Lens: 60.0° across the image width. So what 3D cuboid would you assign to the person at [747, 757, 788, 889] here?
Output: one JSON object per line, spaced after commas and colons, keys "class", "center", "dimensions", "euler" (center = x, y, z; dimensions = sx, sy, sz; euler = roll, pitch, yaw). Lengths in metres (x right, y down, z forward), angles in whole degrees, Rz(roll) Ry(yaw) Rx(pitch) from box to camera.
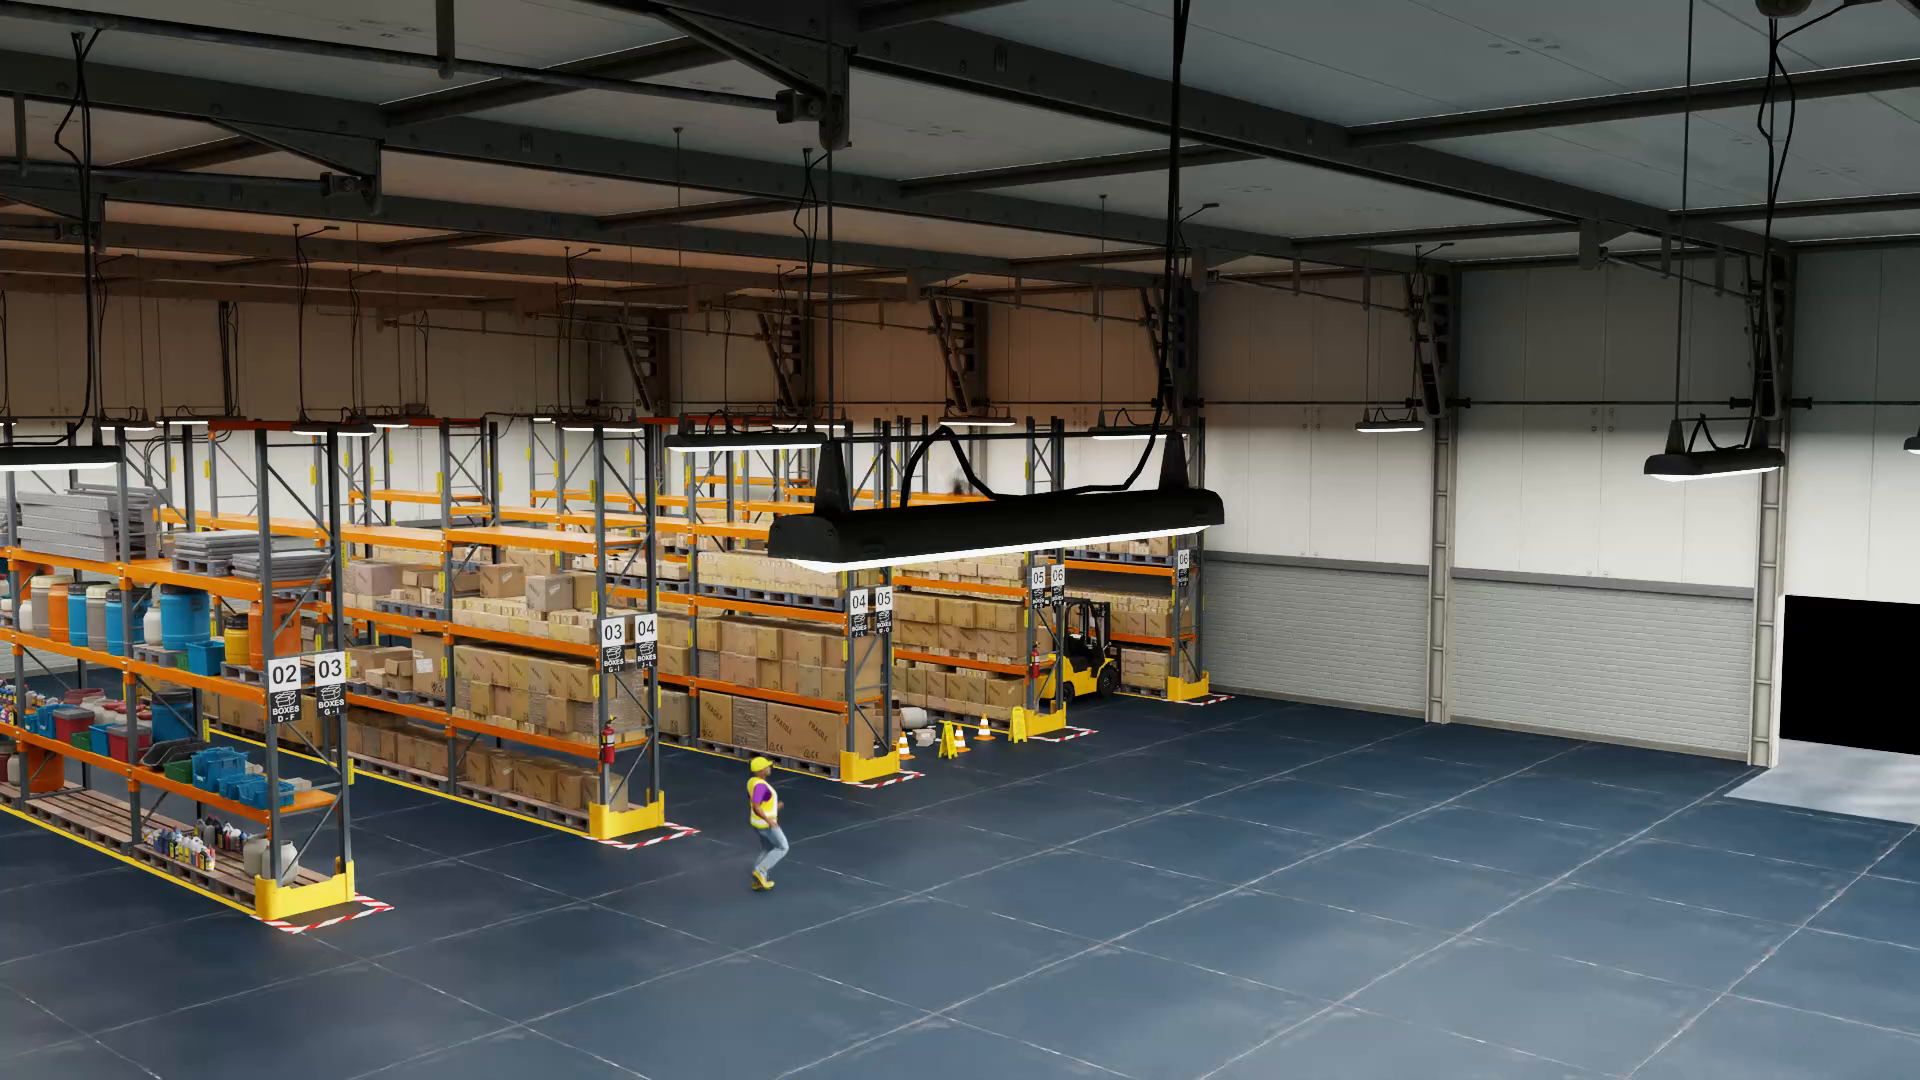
{"class": "person", "center": [-2.505, 3.665, 21.582], "dimensions": [0.557, 1.722, 0.657], "euler": [-2, 5, -25]}
